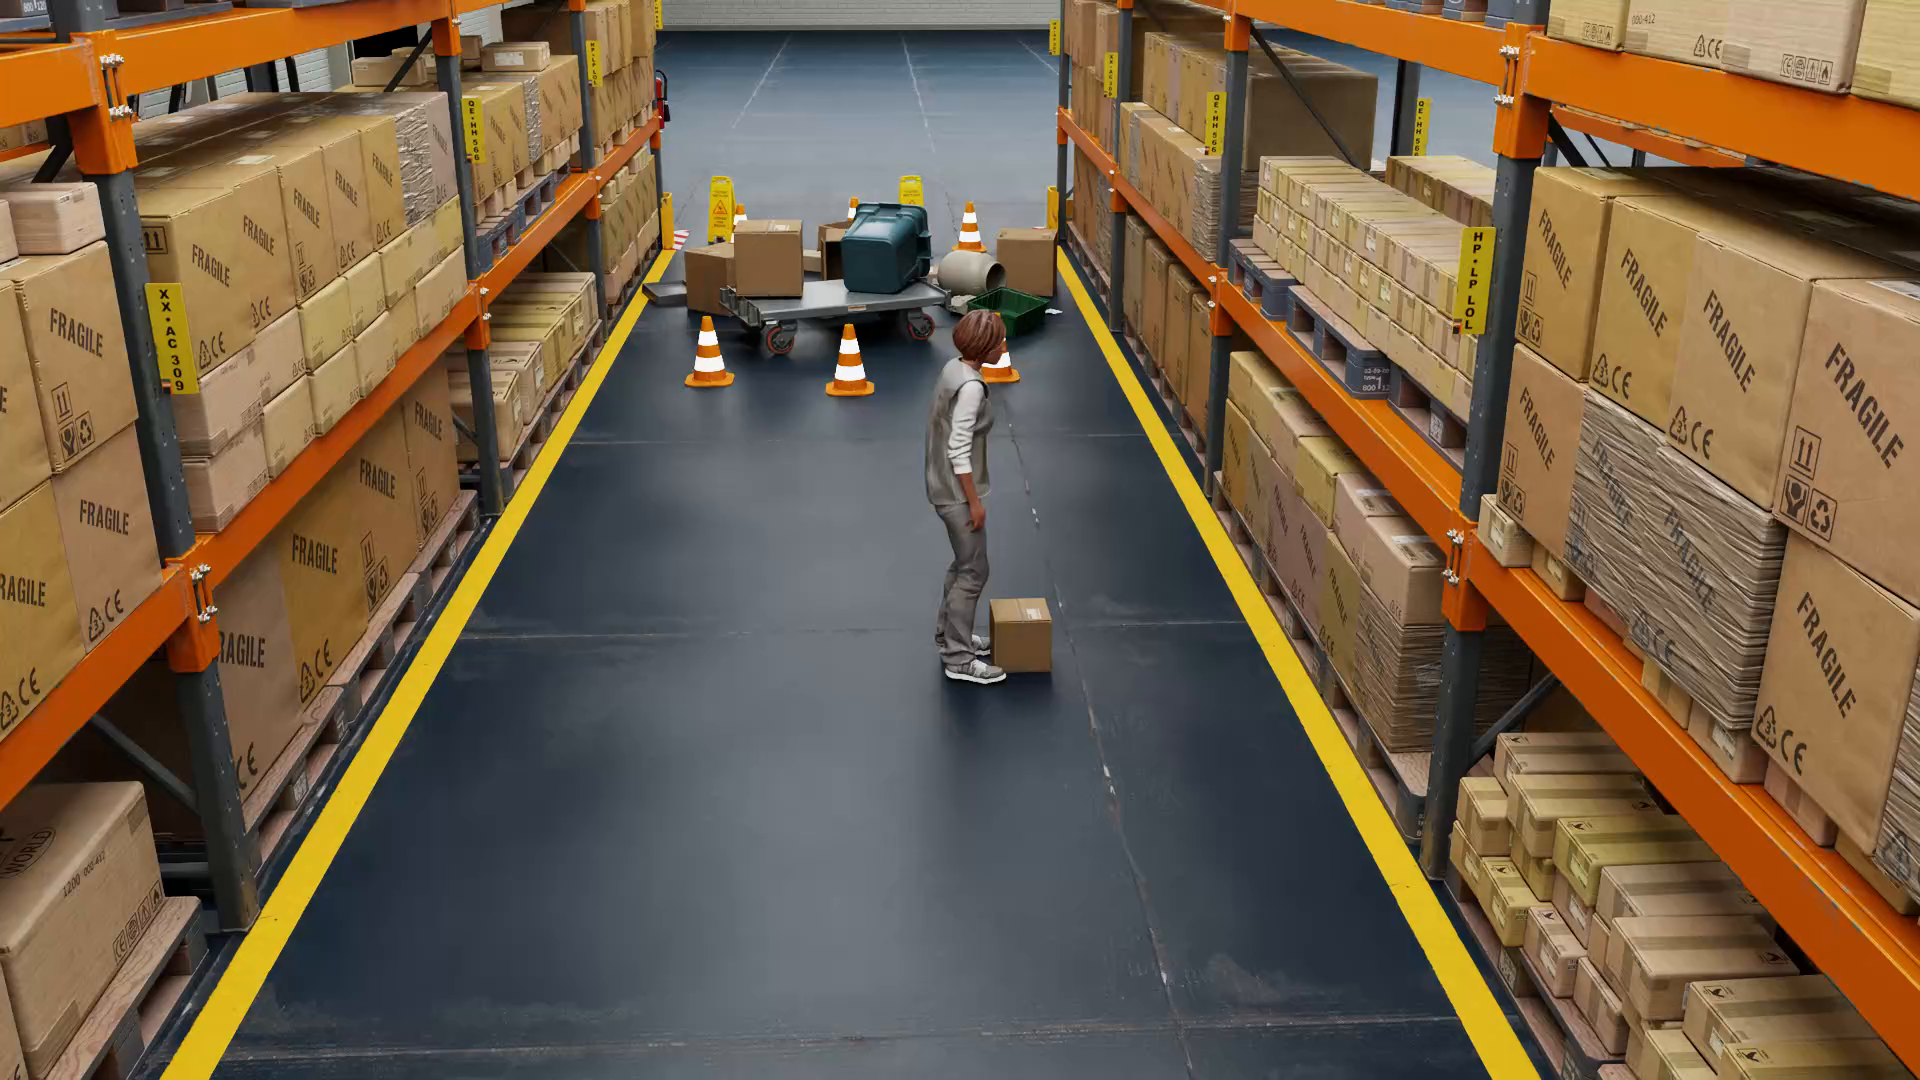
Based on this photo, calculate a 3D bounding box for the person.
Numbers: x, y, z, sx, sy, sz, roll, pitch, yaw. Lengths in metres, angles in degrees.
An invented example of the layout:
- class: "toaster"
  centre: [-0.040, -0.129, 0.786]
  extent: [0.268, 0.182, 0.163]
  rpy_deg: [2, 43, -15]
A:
- class: "person"
  centre: [0.024, -0.196, 7.112]
  extent: [0.344, 1.592, 0.460]
  rpy_deg: [-1, 21, -3]
